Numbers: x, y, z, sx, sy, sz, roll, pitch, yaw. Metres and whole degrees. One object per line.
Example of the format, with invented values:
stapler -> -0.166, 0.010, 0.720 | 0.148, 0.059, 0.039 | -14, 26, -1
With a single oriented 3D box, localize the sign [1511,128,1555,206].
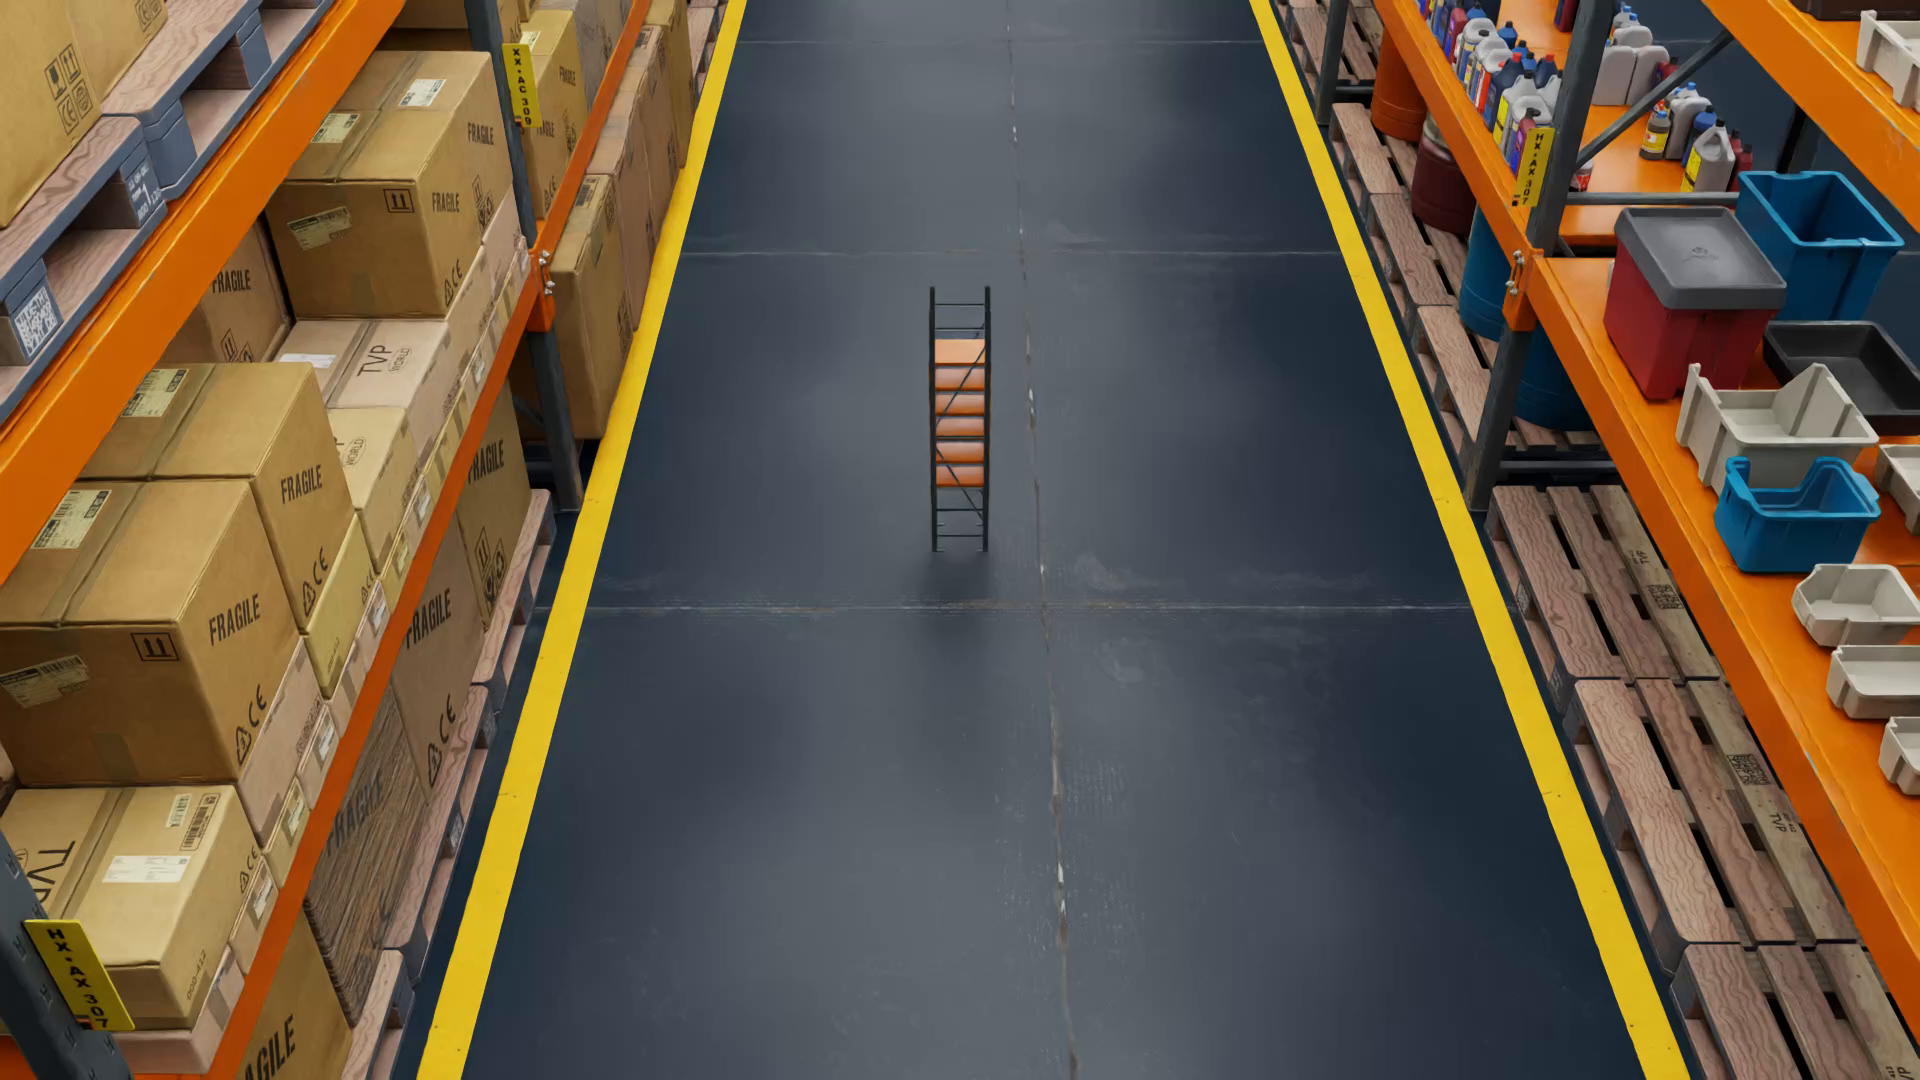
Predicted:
sign -> 2.213, -1.438, 6.424 | 0.100, 0.325, 0.005 | 0, 39, 0

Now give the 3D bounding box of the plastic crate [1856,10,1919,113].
plastic crate -> 2.517, -1.187, 4.145 | 0.437, 0.136, 0.530 | 0, 39, 0

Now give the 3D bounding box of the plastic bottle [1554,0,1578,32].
plastic bottle -> 3.043, -2.702, 8.316 | 0.061, 0.283, 0.133 | 0, 39, 0

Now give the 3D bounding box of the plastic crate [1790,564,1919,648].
plastic crate -> 2.556, 0.201, 4.763 | 0.298, 0.136, 0.250 | 0, 39, 0

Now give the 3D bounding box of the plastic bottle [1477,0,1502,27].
plastic bottle -> 2.586, -2.658, 8.207 | 0.144, 0.351, 0.185 | 0, 39, 0

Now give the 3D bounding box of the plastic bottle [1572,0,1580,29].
plastic bottle -> 3.145, -2.744, 8.315 | 0.144, 0.351, 0.185 | 0, 39, 0

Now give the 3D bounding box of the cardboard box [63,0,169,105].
cardboard box -> -2.169, -1.237, 3.500 | 0.700, 0.500, 0.500 | -2, 39, -3

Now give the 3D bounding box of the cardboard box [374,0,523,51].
cardboard box -> -2.199, -2.155, 6.659 | 0.797, 0.503, 0.637 | -1, 39, -1

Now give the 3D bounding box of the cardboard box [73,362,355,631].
cardboard box -> -1.923, -0.111, 4.273 | 0.500, 0.500, 0.500 | -1, 39, -1

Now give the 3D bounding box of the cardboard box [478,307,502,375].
cardboard box -> -1.861, -0.716, 5.945 | 0.380, 0.149, 0.250 | -1, 39, -1

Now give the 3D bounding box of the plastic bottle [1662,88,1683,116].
plastic bottle -> 3.170, -1.903, 7.385 | 0.097, 0.201, 0.097 | 0, 39, 0

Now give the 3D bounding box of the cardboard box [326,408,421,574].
cardboard box -> -1.926, -0.148, 4.918 | 0.500, 0.250, 0.500 | -1, 39, -1

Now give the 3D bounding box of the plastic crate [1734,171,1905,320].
plastic crate -> 3.105, -1.055, 6.132 | 0.392, 0.384, 0.575 | 0, 39, 0

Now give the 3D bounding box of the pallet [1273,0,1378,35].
pallet -> 2.798, -3.988, 12.057 | 1.003, 0.211, 1.213 | 0, 39, 0

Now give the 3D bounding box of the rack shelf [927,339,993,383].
rack shelf -> 0.000, -0.724, 6.689 | 0.258, 0.103, 0.180 | 0, 39, 0

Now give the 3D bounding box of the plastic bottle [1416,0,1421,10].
plastic bottle -> 2.410, -2.859, 8.522 | 0.097, 0.271, 0.097 | 0, 39, 0

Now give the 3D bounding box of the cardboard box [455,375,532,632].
cardboard box -> -2.269, -0.247, 6.523 | 0.875, 0.875, 0.875 | 0, 39, 0

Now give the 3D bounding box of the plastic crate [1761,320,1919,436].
plastic crate -> 3.033, -0.545, 5.704 | 0.437, 0.125, 0.590 | 0, 39, 0

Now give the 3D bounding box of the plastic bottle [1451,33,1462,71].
plastic bottle -> 2.410, -2.343, 7.934 | 0.097, 0.201, 0.097 | 0, 39, 0

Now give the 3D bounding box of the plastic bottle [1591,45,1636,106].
plastic bottle -> 2.990, -2.149, 7.633 | 0.152, 0.276, 0.135 | 0, 39, 0

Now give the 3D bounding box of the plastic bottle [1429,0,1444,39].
plastic bottle -> 2.437, -2.644, 8.250 | 0.152, 0.276, 0.135 | 0, 39, 0

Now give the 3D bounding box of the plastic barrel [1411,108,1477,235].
plastic barrel -> 2.777, -2.041, 8.991 | 0.600, 0.588, 0.708 | 0, 39, 0

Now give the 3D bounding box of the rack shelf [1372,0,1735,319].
rack shelf -> 2.761, -2.299, 8.295 | 1.077, 0.370, 4.000 | 0, 39, 0

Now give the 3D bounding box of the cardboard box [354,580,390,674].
cardboard box -> -1.860, 0.248, 4.743 | 0.380, 0.149, 0.250 | 0, 39, -1

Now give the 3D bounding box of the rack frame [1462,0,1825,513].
rack frame -> 2.763, -1.329, 6.510 | 1.000, 3.000, 0.127 | 0, 39, 0

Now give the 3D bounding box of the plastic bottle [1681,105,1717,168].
plastic bottle -> 3.171, -1.725, 7.107 | 0.097, 0.271, 0.097 | 0, 39, 0

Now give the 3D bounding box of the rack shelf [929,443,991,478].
rack shelf -> 0.000, -0.349, 6.989 | 0.258, 0.103, 0.180 | 0, 39, 0

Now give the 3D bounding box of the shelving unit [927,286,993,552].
shelving unit -> 0.000, -0.477, 6.886 | 0.258, 1.200, 0.189 | 0, 39, 0

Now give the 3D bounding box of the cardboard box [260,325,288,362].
cardboard box -> -2.449, -0.454, 5.300 | 0.500, 0.250, 0.500 | 1, 39, 1

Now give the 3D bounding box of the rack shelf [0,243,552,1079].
rack shelf -> -2.188, 0.206, 5.170 | 1.077, 0.370, 4.000 | 0, 39, 0

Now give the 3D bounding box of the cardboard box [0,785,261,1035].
cardboard box -> -1.916, 0.818, 3.713 | 0.500, 0.250, 0.500 | -1, 39, -1

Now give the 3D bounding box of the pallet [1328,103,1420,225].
pallet -> 2.801, -2.249, 9.888 | 1.003, 0.211, 1.213 | 0, 39, 0

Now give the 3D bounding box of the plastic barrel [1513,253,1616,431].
plastic barrel -> 2.780, -1.014, 7.459 | 0.600, 0.901, 0.708 | 0, 39, 0

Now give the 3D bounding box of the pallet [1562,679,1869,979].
pallet -> 2.807, 0.984, 5.854 | 1.003, 0.211, 1.213 | 0, 39, 0

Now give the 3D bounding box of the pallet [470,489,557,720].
pallet -> -2.267, 0.238, 6.784 | 1.003, 0.211, 1.213 | 0, 39, 0

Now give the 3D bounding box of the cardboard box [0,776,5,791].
cardboard box -> -2.449, 0.521, 3.483 | 0.500, 0.500, 0.500 | 0, 39, 1

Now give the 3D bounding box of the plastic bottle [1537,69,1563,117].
plastic bottle -> 2.579, -1.884, 7.242 | 0.144, 0.351, 0.185 | 0, 39, 0

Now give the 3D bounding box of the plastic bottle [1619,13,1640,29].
plastic bottle -> 3.169, -2.365, 7.906 | 0.097, 0.271, 0.097 | 0, 39, 0

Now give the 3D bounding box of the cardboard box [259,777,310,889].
cardboard box -> -1.858, 0.731, 4.140 | 0.380, 0.149, 0.250 | -1, 39, -1

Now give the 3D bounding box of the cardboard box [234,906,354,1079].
cardboard box -> -2.266, 1.441, 4.416 | 0.875, 0.875, 0.875 | 0, 39, 0

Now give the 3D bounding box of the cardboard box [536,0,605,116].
cardboard box -> -1.942, -2.280, 7.616 | 0.500, 0.500, 0.500 | -1, 39, -1

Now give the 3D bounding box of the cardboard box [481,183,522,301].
cardboard box -> -1.927, -1.107, 6.115 | 0.500, 0.250, 0.500 | -1, 39, -1

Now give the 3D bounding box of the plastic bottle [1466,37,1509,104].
plastic bottle -> 2.438, -2.155, 7.639 | 0.152, 0.276, 0.135 | 0, 39, 0

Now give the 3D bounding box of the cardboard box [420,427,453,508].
cardboard box -> -1.860, -0.233, 5.343 | 0.380, 0.149, 0.250 | -1, 39, -1

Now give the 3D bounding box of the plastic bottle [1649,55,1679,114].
plastic bottle -> 3.188, -2.069, 7.526 | 0.061, 0.283, 0.133 | 0, 39, 0

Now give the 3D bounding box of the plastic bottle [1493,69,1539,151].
plastic bottle -> 2.435, -1.884, 7.242 | 0.144, 0.351, 0.185 | 0, 39, 0

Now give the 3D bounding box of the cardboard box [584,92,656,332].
cardboard box -> -2.212, -1.619, 8.235 | 1.225, 0.875, 0.875 | -1, 39, -2

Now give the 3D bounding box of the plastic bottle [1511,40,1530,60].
plastic bottle -> 2.563, -2.165, 7.656 | 0.097, 0.271, 0.097 | 0, 39, 0

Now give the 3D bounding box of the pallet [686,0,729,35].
pallet -> -2.192, -3.988, 12.058 | 1.003, 0.211, 1.213 | 0, 39, 0
